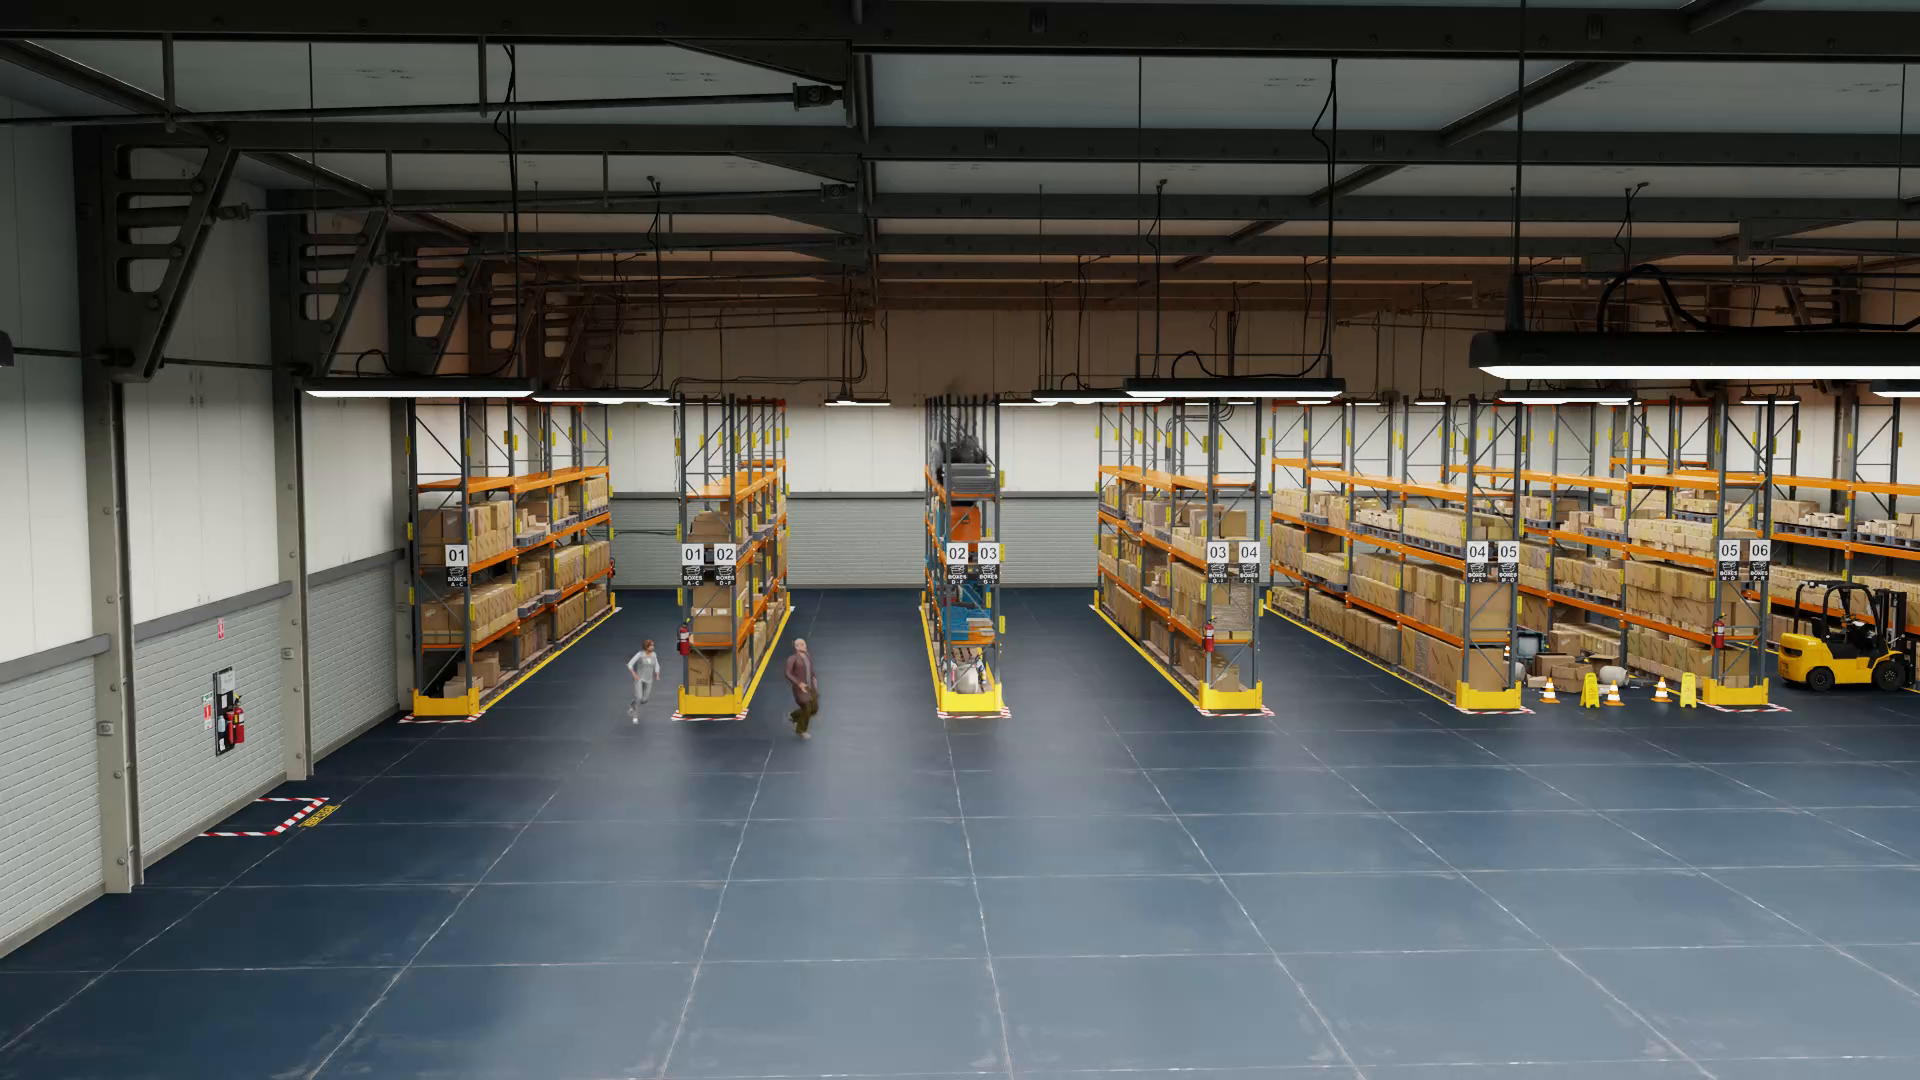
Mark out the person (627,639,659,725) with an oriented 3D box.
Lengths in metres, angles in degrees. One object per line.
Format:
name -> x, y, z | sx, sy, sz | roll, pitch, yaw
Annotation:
person -> -5.812, 2.578, 30.495 | 0.604, 1.537, 0.572 | -3, 6, -36

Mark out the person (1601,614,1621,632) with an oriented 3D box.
person -> 16.008, 1.600, 40.810 | 0.646, 1.803, 0.925 | -1, 5, -8

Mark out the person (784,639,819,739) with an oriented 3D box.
person -> -2.769, 2.584, 28.918 | 0.602, 1.732, 0.711 | 3, 5, 33
